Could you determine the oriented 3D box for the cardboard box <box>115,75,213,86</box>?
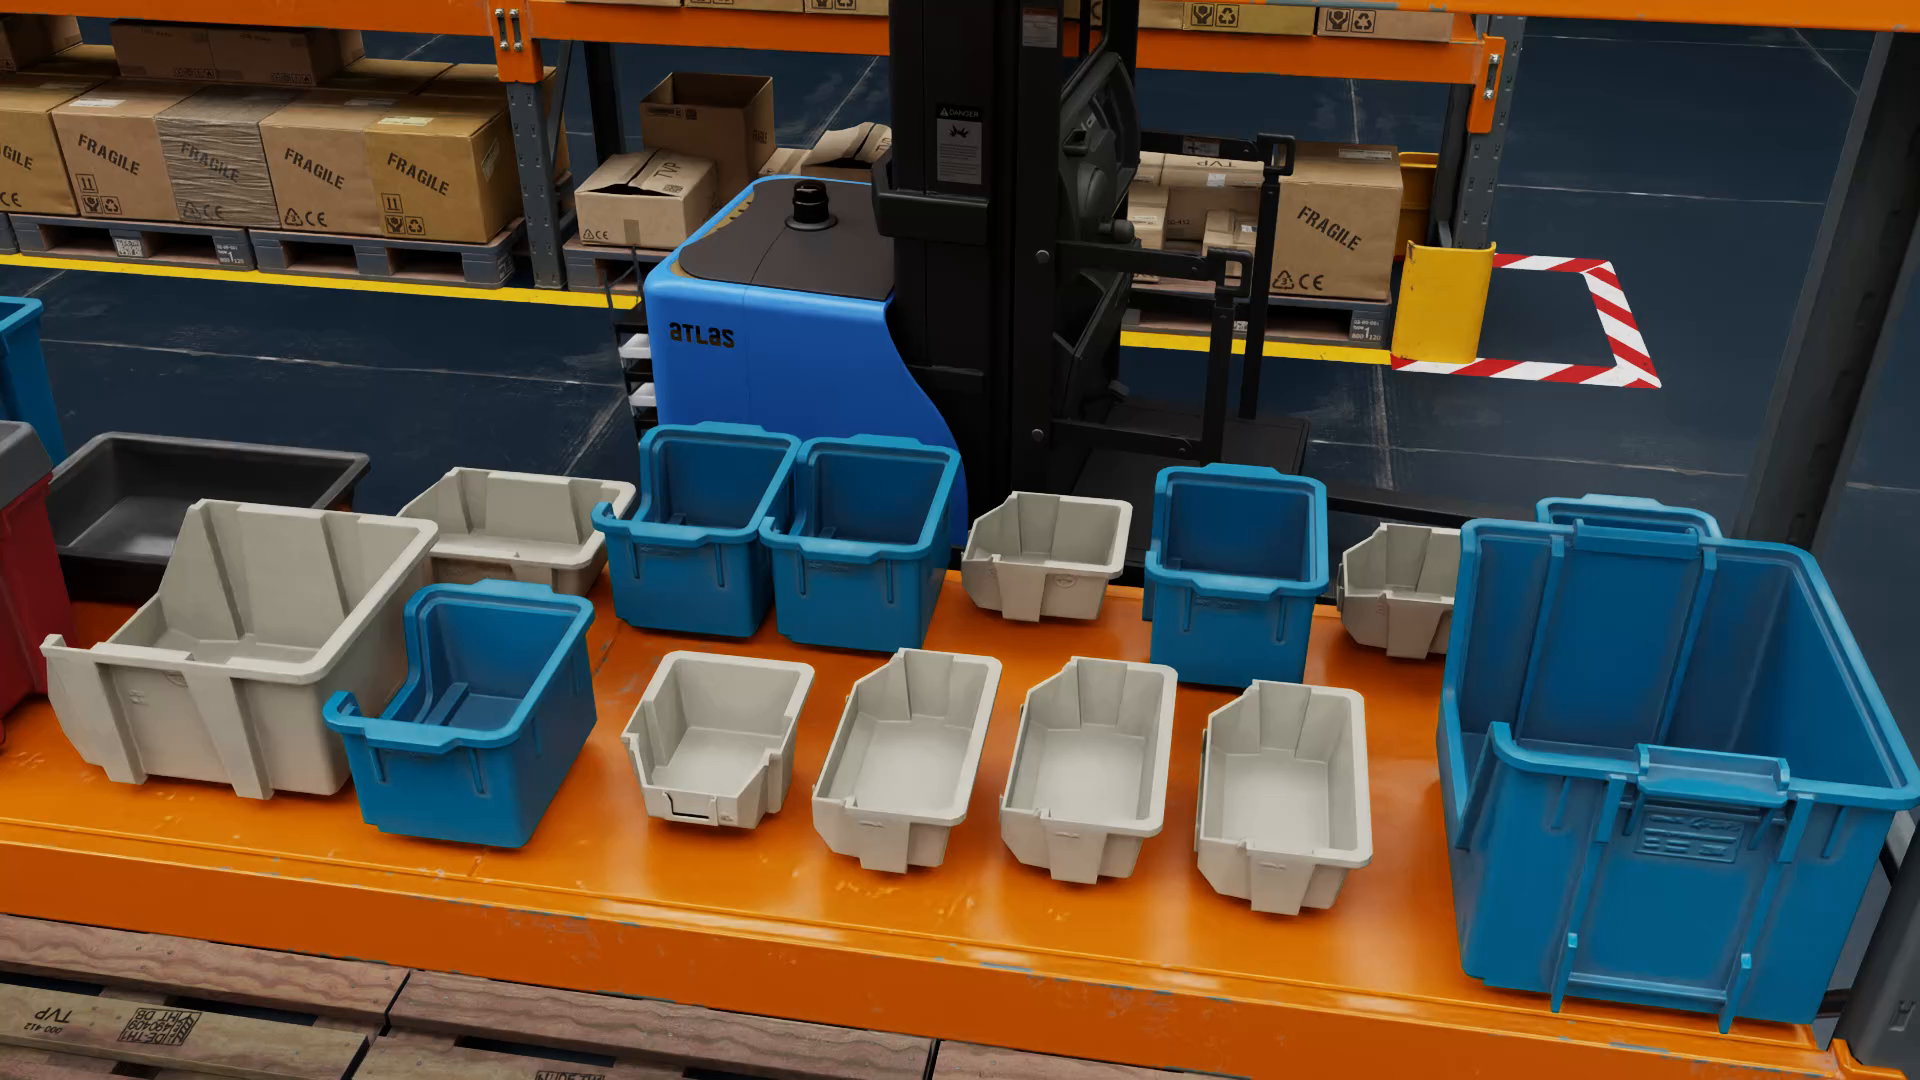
[{"bbox_3d":[-3.744,-2.102,8.223,0.500,0.500,0.500,4,32,6],"label":"cardboard box"}]

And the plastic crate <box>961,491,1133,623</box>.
[{"bbox_3d":[0.156,0.038,3.054,0.298,0.136,0.250,5,32,8],"label":"plastic crate"}]

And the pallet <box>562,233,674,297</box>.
[{"bbox_3d":[-1.114,-1.425,7.828,1.213,0.211,1.003,5,32,8],"label":"pallet"}]

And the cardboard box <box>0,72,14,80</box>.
[{"bbox_3d":[-4.817,-1.919,7.930,0.500,0.500,0.500,4,32,6],"label":"cardboard box"}]

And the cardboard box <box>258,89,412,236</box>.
[{"bbox_3d":[-2.812,-1.739,7.642,0.500,0.500,0.500,5,32,8],"label":"cardboard box"}]

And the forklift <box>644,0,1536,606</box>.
[{"bbox_3d":[0.600,-1.149,4.824,3.031,2.935,1.130,9,33,14],"label":"forklift"}]

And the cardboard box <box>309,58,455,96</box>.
[{"bbox_3d":[-2.755,-2.009,8.073,0.500,0.500,0.500,6,32,9],"label":"cardboard box"}]

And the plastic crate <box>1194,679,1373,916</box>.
[{"bbox_3d":[0.480,0.386,2.497,0.243,0.136,0.396,5,32,8],"label":"plastic crate"}]

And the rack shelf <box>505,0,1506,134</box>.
[{"bbox_3d":[0.180,-2.186,7.093,4.000,0.370,1.077,5,32,8],"label":"rack shelf"}]

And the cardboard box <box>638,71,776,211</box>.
[{"bbox_3d":[-1.182,-1.894,7.889,0.500,0.500,0.500,5,32,8],"label":"cardboard box"}]

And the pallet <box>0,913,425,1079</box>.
[{"bbox_3d":[-1.897,1.148,3.716,1.213,0.211,1.003,5,32,8],"label":"pallet"}]

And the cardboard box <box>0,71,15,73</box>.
[{"bbox_3d":[-4.773,-2.192,8.367,0.500,0.500,0.500,6,33,10],"label":"cardboard box"}]

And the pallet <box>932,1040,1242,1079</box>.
[{"bbox_3d":[0.508,1.366,3.368,1.213,0.211,1.003,5,32,8],"label":"pallet"}]

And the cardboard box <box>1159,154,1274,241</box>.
[{"bbox_3d":[1.171,-1.575,7.615,0.500,0.250,0.500,5,32,8],"label":"cardboard box"}]

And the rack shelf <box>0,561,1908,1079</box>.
[{"bbox_3d":[-0.657,0.405,2.954,4.000,0.370,1.077,5,32,8],"label":"rack shelf"}]

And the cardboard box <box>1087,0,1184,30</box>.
[{"bbox_3d":[0.662,-2.344,6.573,0.500,0.500,0.500,5,32,9],"label":"cardboard box"}]

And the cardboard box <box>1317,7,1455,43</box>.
[{"bbox_3d":[1.664,-2.252,6.427,0.500,0.500,0.500,6,33,10],"label":"cardboard box"}]

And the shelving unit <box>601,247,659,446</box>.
[{"bbox_3d":[-1.003,-0.544,5.756,0.210,0.900,0.258,4,32,17],"label":"shelving unit"}]

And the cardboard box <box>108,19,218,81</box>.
[{"bbox_3d":[-3.707,-2.418,8.021,0.500,0.250,0.500,5,32,7],"label":"cardboard box"}]

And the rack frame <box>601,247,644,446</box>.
[{"bbox_3d":[-1.100,-0.551,5.785,0.006,0.900,0.240,4,32,17],"label":"rack frame"}]

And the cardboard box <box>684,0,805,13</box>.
[{"bbox_3d":[-0.829,-2.480,6.790,0.500,0.500,0.500,6,32,9],"label":"cardboard box"}]

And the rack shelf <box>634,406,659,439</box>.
[{"bbox_3d":[-0.991,-0.438,5.818,0.200,0.077,0.258,4,32,17],"label":"rack shelf"}]

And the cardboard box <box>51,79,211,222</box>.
[{"bbox_3d":[-3.808,-1.828,7.785,0.500,0.500,0.500,4,32,7],"label":"cardboard box"}]

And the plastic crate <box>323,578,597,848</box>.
[{"bbox_3d":[-0.753,0.274,2.586,0.300,0.233,0.416,5,32,8],"label":"plastic crate"}]

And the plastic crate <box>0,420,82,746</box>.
[{"bbox_3d":[-1.790,0.079,2.679,0.583,0.464,0.402,5,32,8],"label":"plastic crate"}]

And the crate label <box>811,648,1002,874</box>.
[{"bbox_3d":[-0.082,0.341,2.570,0.243,0.136,0.396,5,32,8],"label":"crate label"}]

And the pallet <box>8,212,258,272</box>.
[{"bbox_3d":[-3.806,-1.648,8.183,1.213,0.211,1.003,5,32,8],"label":"pallet"}]

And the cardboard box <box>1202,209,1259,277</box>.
[{"bbox_3d":[1.190,-1.301,7.256,0.250,0.166,0.380,5,32,8],"label":"cardboard box"}]

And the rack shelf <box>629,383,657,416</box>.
[{"bbox_3d":[-1.000,-0.516,5.772,0.200,0.077,0.258,4,32,17],"label":"rack shelf"}]

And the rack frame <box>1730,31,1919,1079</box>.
[{"bbox_3d":[1.314,0.280,2.476,0.053,2.616,0.949,5,32,8],"label":"rack frame"}]

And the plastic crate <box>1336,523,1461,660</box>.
[{"bbox_3d":[0.824,0.098,2.958,0.298,0.136,0.250,5,32,8],"label":"plastic crate"}]

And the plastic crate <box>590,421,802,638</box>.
[{"bbox_3d":[-0.467,-0.015,3.048,0.300,0.233,0.416,5,32,8],"label":"plastic crate"}]

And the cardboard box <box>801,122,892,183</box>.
[{"bbox_3d":[-0.443,-1.746,7.833,0.500,0.311,0.500,5,32,8],"label":"cardboard box"}]

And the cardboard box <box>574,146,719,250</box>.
[{"bbox_3d":[-1.414,-1.565,7.543,0.500,0.311,0.500,5,32,8],"label":"cardboard box"}]

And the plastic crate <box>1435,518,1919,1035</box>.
[{"bbox_3d":[0.953,0.306,2.345,0.499,0.435,0.616,5,32,8],"label":"plastic crate"}]

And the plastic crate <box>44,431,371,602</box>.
[{"bbox_3d":[-1.480,-0.028,3.171,0.590,0.125,0.437,5,32,8],"label":"plastic crate"}]
